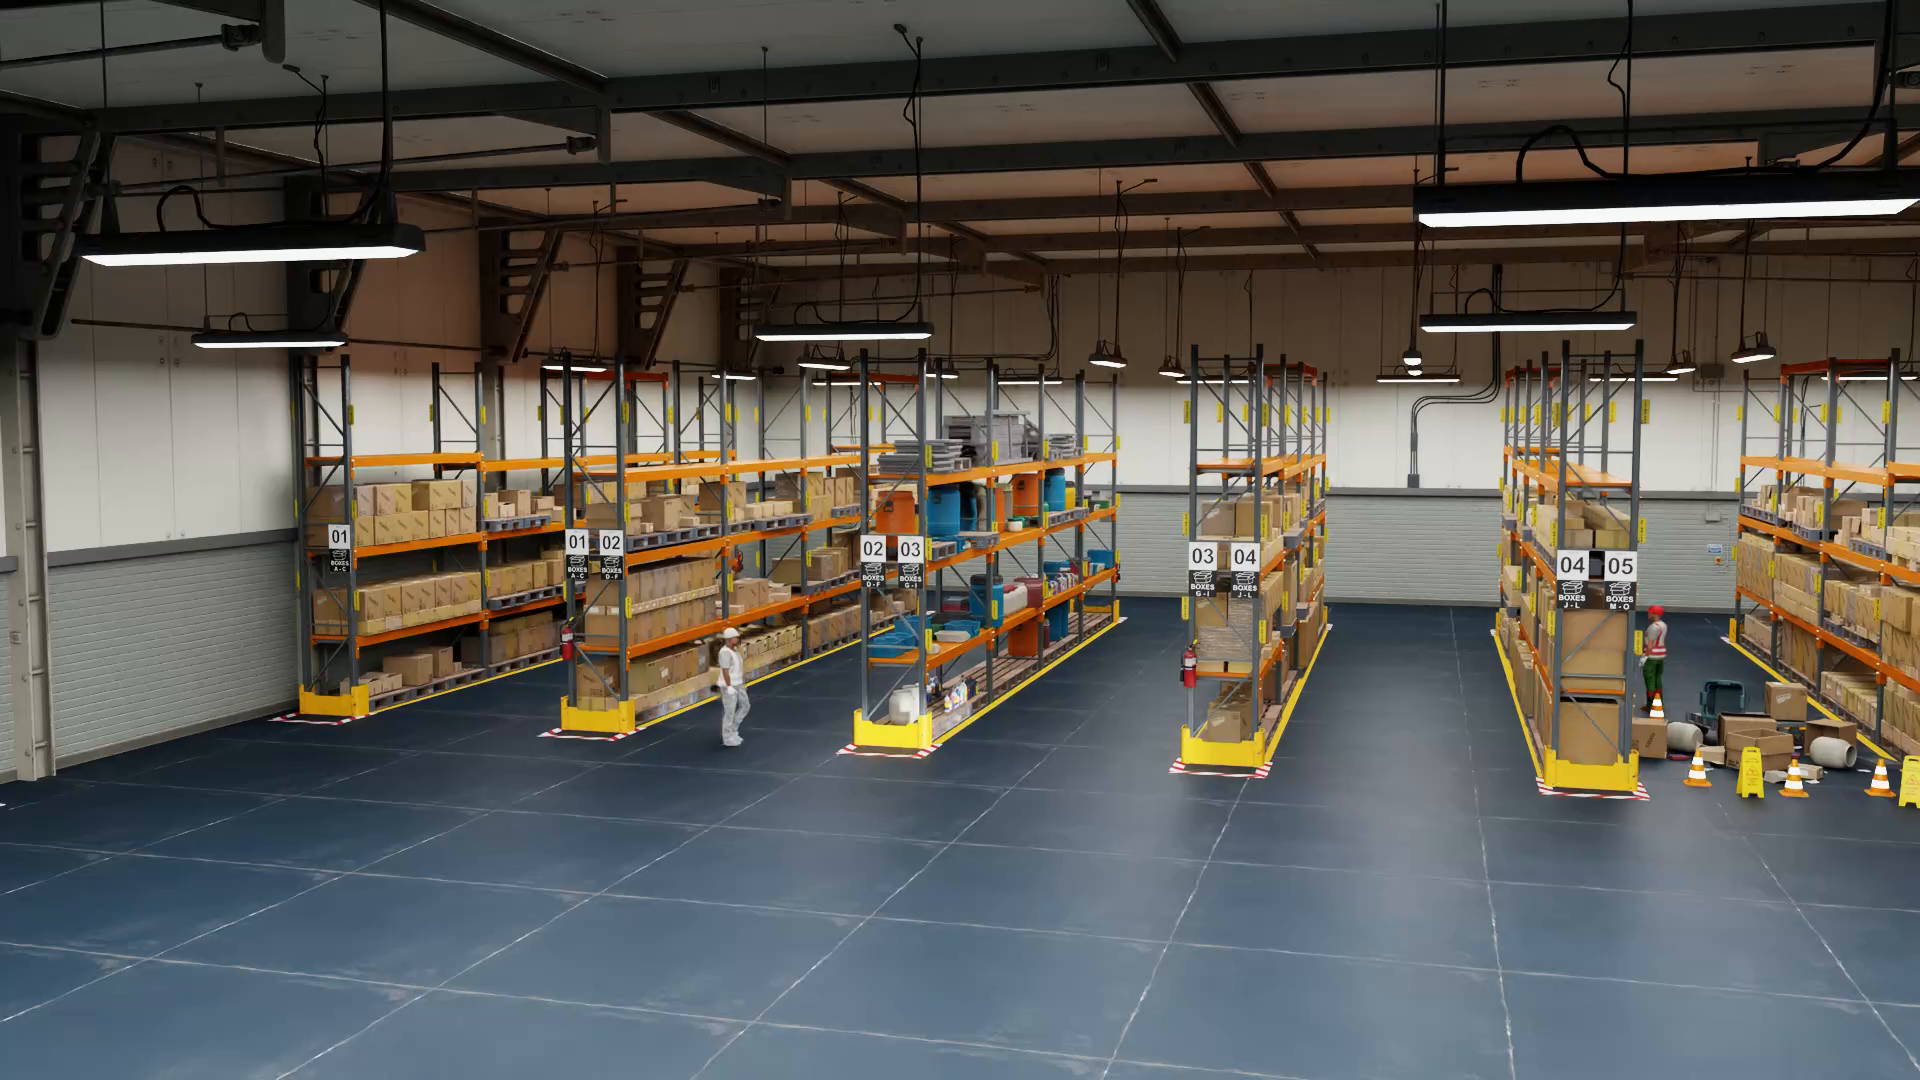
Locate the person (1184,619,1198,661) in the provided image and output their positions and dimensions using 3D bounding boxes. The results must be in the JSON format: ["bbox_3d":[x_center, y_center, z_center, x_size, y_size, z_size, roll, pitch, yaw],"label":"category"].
[{"bbox_3d":[4.904,1.567,34.012,0.618,1.719,1.039,1,5,18],"label":"person"}]

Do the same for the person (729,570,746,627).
[{"bbox_3d":[-4.999,1.456,36.700,0.592,1.584,0.988,1,4,14],"label":"person"}]

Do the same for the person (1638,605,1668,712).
[{"bbox_3d":[11.702,1.999,28.185,0.596,1.798,0.494,-3,5,-33],"label":"person"}]

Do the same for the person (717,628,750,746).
[{"bbox_3d":[-3.471,2.226,25.284,0.417,1.793,0.661,1,4,17],"label":"person"}]
